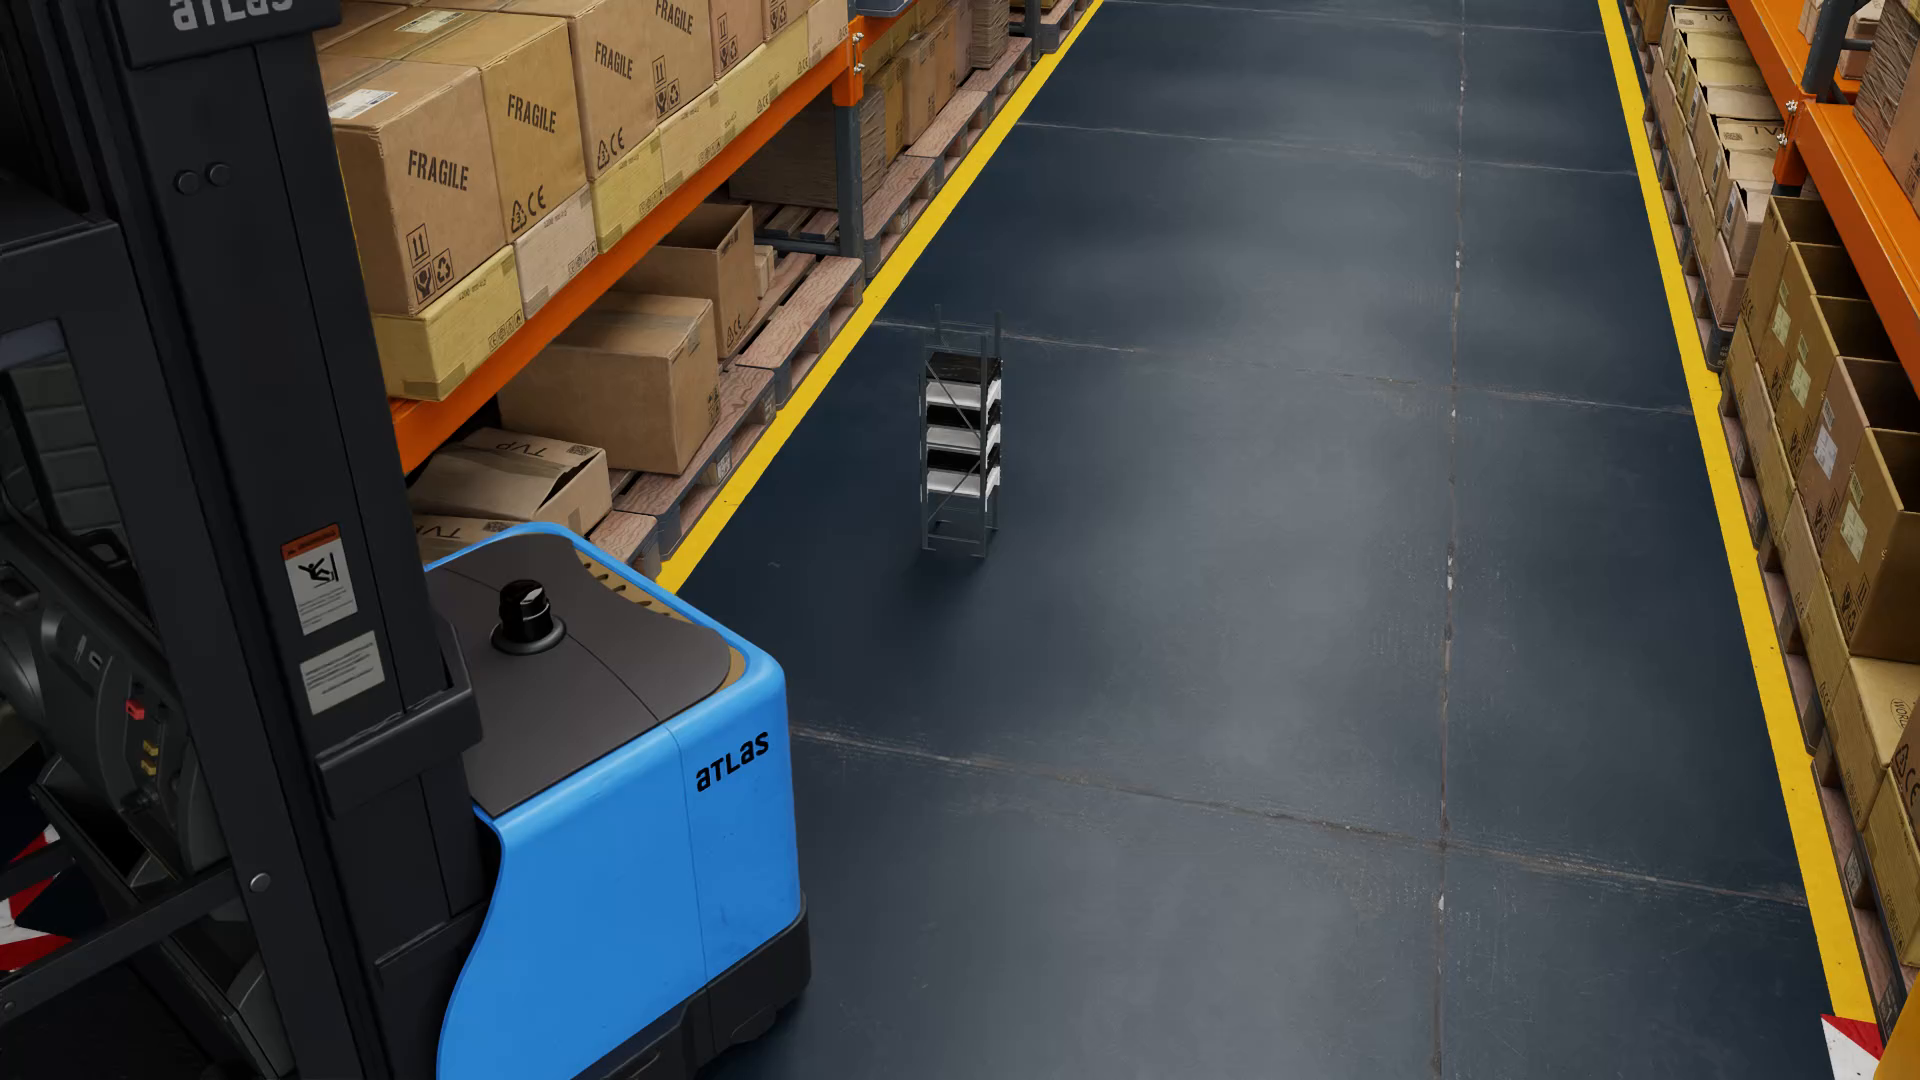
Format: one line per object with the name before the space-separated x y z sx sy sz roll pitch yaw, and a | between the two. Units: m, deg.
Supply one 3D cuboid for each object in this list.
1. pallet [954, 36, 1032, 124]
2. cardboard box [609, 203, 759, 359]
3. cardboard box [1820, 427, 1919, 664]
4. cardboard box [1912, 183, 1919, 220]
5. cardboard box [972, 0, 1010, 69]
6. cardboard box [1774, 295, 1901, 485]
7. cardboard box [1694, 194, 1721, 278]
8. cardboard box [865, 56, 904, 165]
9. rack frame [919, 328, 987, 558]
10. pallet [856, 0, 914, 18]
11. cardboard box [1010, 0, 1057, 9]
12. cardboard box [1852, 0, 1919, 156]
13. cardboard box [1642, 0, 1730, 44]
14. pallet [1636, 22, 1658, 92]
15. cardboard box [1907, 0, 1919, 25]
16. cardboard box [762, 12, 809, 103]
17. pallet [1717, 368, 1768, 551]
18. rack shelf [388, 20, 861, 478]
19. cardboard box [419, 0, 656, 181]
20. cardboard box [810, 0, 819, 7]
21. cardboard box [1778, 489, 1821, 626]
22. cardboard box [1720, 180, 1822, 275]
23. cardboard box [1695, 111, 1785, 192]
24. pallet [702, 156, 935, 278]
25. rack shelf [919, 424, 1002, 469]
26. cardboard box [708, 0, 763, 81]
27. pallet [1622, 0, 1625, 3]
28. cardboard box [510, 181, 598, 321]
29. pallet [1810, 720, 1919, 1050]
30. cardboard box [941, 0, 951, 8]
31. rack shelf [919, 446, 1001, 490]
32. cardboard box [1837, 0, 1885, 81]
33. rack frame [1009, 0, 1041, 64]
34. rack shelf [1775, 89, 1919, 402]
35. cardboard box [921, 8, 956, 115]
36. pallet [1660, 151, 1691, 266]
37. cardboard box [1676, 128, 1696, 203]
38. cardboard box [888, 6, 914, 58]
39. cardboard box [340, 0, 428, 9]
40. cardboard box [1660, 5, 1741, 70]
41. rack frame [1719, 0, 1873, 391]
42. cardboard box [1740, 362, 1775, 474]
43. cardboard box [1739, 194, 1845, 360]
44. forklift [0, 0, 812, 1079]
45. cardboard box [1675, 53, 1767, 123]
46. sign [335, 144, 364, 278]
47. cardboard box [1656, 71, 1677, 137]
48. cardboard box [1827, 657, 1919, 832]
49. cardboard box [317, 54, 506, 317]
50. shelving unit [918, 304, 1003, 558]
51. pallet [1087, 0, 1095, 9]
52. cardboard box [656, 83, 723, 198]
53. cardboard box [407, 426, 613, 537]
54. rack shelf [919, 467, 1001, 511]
pallet | -0.148 -3.038 10.832 1.003 0.211 1.213 8 33 12
cardboard box | -1.188 -1.131 7.153 0.500 0.500 0.500 6 33 9
cardboard box | 2.902 0.031 4.878 0.500 0.500 0.500 8 33 12
cardboard box | 3.464 -1.149 5.168 0.700 0.500 0.500 9 33 13
cardboard box | -0.081 -3.370 10.675 0.700 0.500 0.500 8 33 13
cardboard box | 3.155 -0.488 5.695 0.500 0.500 0.500 8 33 12
cardboard box | 3.784 -1.406 7.837 0.500 0.250 0.500 8 33 12
cardboard box | -0.710 -2.334 9.046 0.700 0.500 0.500 7 33 11
rack frame | -0.024 -0.331 5.932 0.240 0.900 0.006 8 33 12
pallet | -0.629 -2.840 8.101 1.003 0.211 1.213 8 33 12
cardboard box | 0.365 -4.254 11.758 0.750 0.750 0.750 8 33 12
cardboard box | 3.722 -1.683 6.008 0.700 0.500 0.500 7 33 11
cardboard box | 4.854 -3.596 11.030 0.500 0.500 0.500 9 34 14
pallet | 5.070 -3.153 11.013 1.003 0.211 1.213 8 33 12
cardboard box | 3.446 -1.810 5.604 0.380 0.149 0.250 7 33 11
cardboard box | -0.925 -1.945 6.635 0.500 0.250 0.500 8 33 13
pallet | 3.587 -0.288 6.507 1.003 0.211 1.213 8 33 12
rack shelf | -1.471 -1.203 6.017 1.077 0.370 4.000 8 33 12
cardboard box | -1.294 -1.460 5.172 0.500 0.500 0.500 7 33 11
cardboard box | -0.784 -2.519 6.838 0.500 0.500 0.500 8 33 12
cardboard box | 3.033 0.088 5.487 0.500 0.250 0.500 8 33 12
cardboard box | 3.654 -1.375 7.265 0.500 0.311 0.500 8 33 12
cardboard box | 3.909 -1.904 8.098 0.500 0.311 0.500 8 33 12
pallet | -0.767 -1.772 8.840 1.003 0.211 1.213 8 33 12
rack shelf | 0.002 -0.356 6.033 0.258 0.077 0.200 8 33 12
cardboard box | -1.044 -1.999 6.021 0.500 0.500 0.500 7 33 11
pallet | 5.689 -4.419 13.005 1.003 0.211 1.213 8 33 12
cardboard box | -1.430 -0.895 4.984 0.500 0.250 0.500 7 33 11
pallet | 2.967 0.978 4.515 1.003 0.211 1.213 8 33 12
cardboard box | -0.286 -3.399 10.022 0.500 0.250 0.500 9 33 13
rack shelf | 0.002 -0.280 6.081 0.258 0.077 0.200 8 33 12
cardboard box | 3.912 -2.070 6.850 0.500 0.250 0.500 10 34 15
rack frame | 0.052 -4.620 10.722 1.000 3.000 0.127 8 33 12
rack shelf | 3.321 -0.531 4.959 1.077 0.370 4.000 8 33 12
cardboard box | -0.423 -2.857 9.868 0.700 0.500 0.500 8 33 12
pallet | 4.286 -1.718 8.756 1.003 0.211 1.213 8 33 12
cardboard box | 4.044 -1.935 8.670 0.500 0.250 0.500 9 33 13
cardboard box | -0.556 -2.875 9.198 0.500 0.250 0.500 7 33 11
cardboard box | -1.800 -1.533 5.287 0.500 0.500 0.500 7 33 11
cardboard box | 4.427 -2.969 9.774 0.500 0.311 0.500 9 34 14
rack frame | 3.829 -1.872 6.399 1.000 3.000 0.127 8 33 12
cardboard box | 3.286 -0.431 6.303 0.500 0.250 0.500 8 33 12
cardboard box | 3.408 -1.007 6.511 0.500 0.500 0.500 8 33 12
forklift | -1.767 0.347 2.972 1.130 2.935 3.031 27 41 36
cardboard box | 4.170 -2.431 8.927 0.500 0.311 0.500 7 33 11
sign | -1.454 -0.760 3.843 0.100 0.325 0.005 8 33 12
cardboard box | 4.300 -2.472 9.514 0.500 0.250 0.500 7 33 11
cardboard box | 2.779 0.607 4.670 0.500 0.250 0.500 8 33 12
cardboard box | -1.567 -0.937 4.350 0.500 0.500 0.500 8 33 12
shelving unit | 0.002 -0.384 6.015 0.258 0.900 0.210 8 33 12
pallet | 0.636 -4.473 13.090 1.003 0.211 1.213 8 33 12
cardboard box | -1.164 -1.421 5.810 0.500 0.250 0.500 8 33 13
cardboard box | -1.571 -0.162 5.806 0.500 0.311 0.500 11 34 16
rack shelf | 0.002 -0.204 6.130 0.258 0.077 0.200 8 33 12
